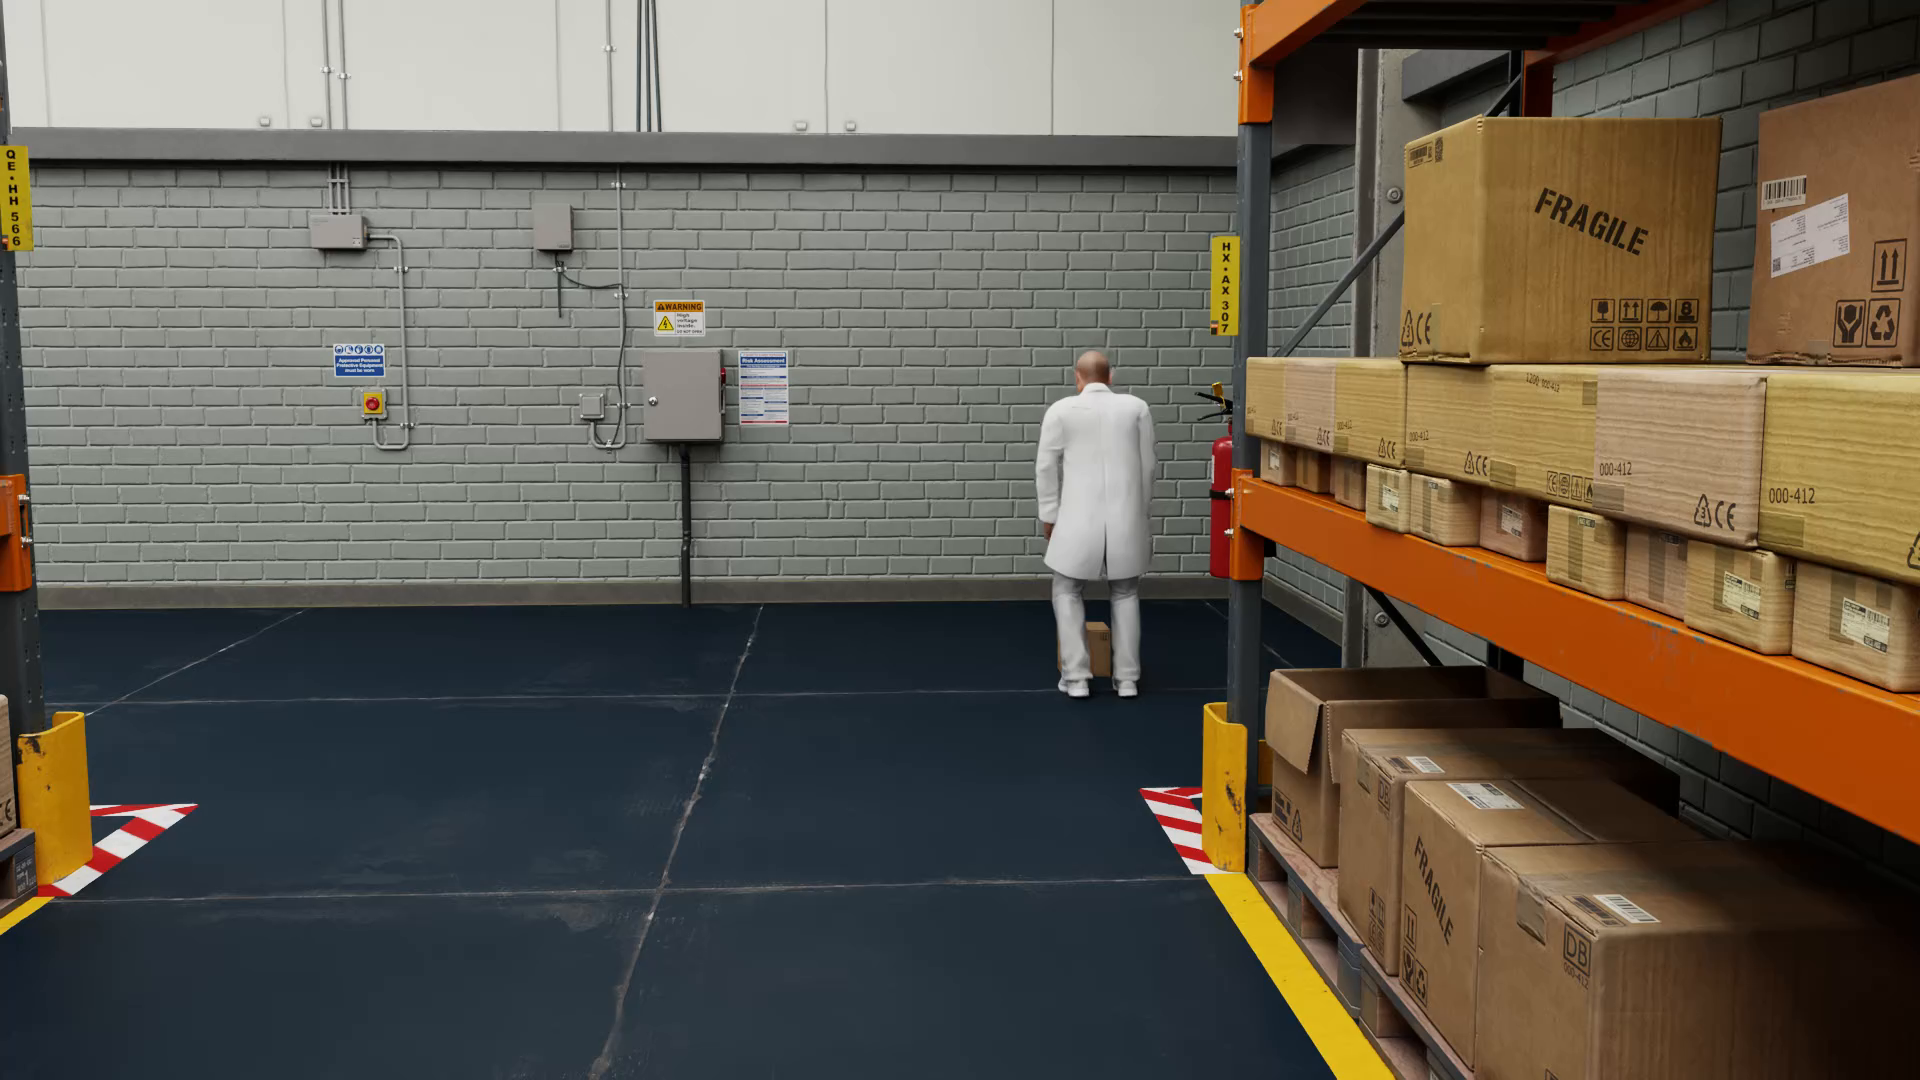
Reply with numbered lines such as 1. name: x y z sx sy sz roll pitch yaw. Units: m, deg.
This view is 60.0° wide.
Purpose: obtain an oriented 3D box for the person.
1. person: 0.672 -0.078 8.280 0.595 1.715 0.435 0 7 -2
